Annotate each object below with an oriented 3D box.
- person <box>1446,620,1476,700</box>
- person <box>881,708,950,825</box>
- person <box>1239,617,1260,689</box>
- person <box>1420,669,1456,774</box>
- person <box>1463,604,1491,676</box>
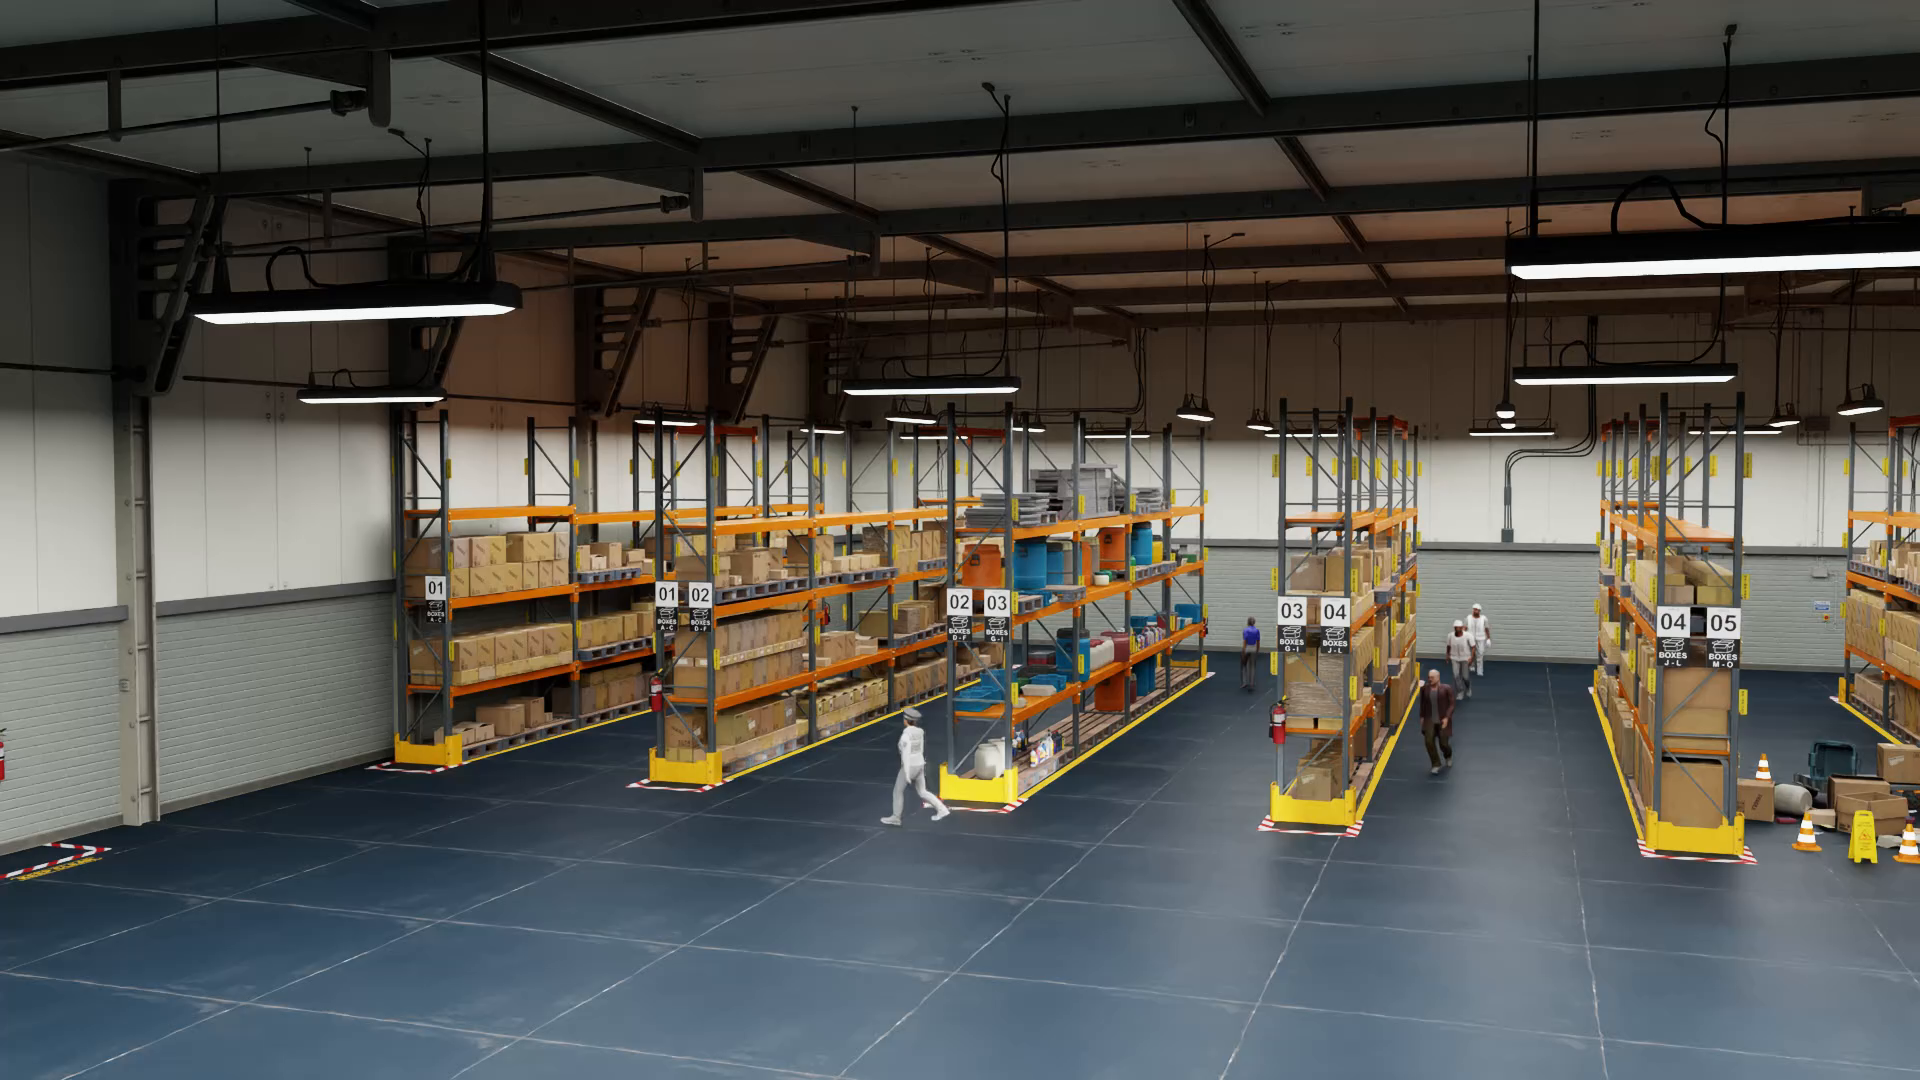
[{"bbox_3d":[10.877,2.590,36.084,0.636,1.739,0.678,1,3,29],"label":"person"},{"bbox_3d":[-0.636,3.170,23.220,0.970,1.642,0.483,1,3,20],"label":"person"},{"bbox_3d":[6.572,2.588,37.660,0.457,1.697,0.552,0,2,2],"label":"person"},{"bbox_3d":[7.912,2.980,27.555,0.620,1.695,0.849,1,3,30],"label":"person"},{"bbox_3d":[12.477,2.403,40.194,0.691,1.727,1.083,1,3,15],"label":"person"}]
